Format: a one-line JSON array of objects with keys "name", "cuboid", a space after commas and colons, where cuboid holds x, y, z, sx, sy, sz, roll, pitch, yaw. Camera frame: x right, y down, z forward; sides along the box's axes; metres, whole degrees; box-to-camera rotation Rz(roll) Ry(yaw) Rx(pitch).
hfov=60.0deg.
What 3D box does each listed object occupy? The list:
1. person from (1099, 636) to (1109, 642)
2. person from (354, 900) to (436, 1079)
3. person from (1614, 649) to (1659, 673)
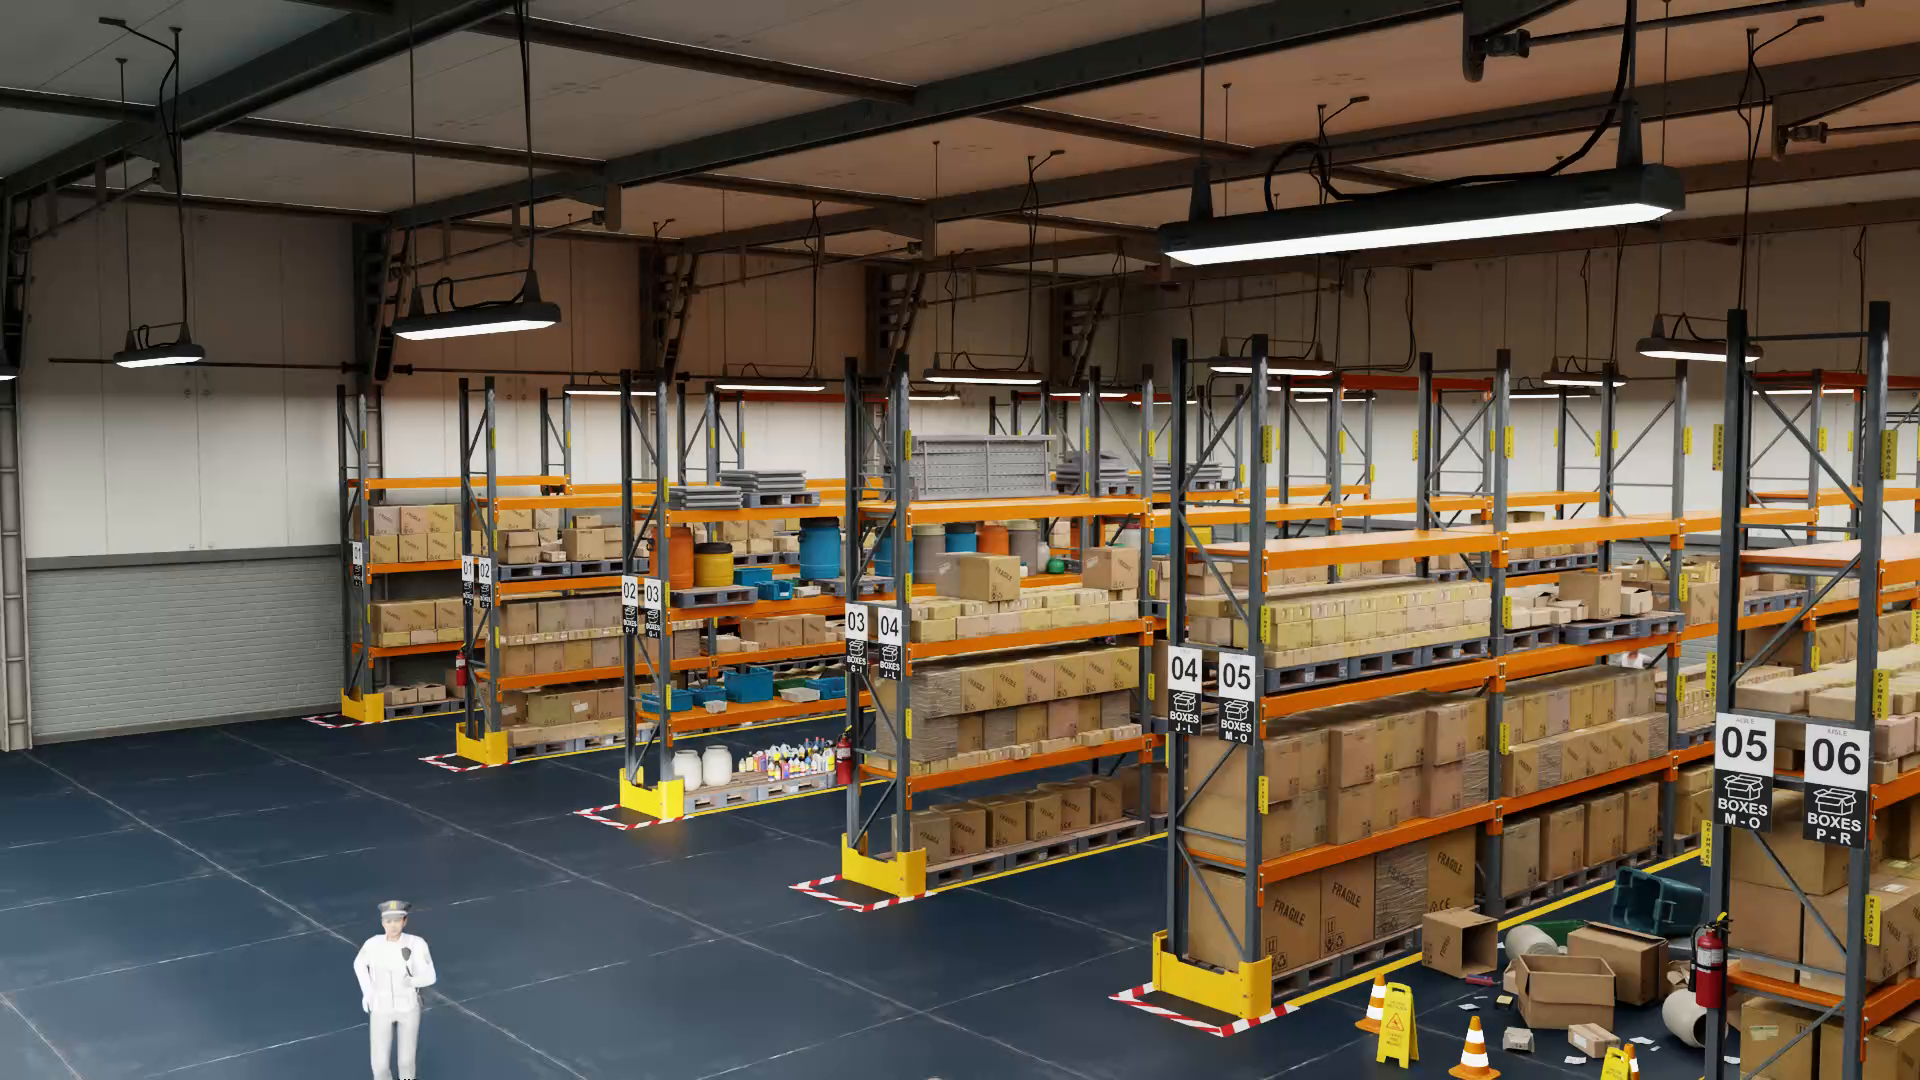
[{"name": "person", "cuboid": [2.705, 1.969, 32.344, 0.611, 1.605, 0.600, 3, 5, 40]}, {"name": "person", "cuboid": [-4.170, 3.514, 12.278, 0.593, 1.747, 0.709, -1, 4, -15]}, {"name": "person", "cuboid": [10.923, 2.479, 26.990, 0.931, 1.813, 0.653, -4, 5, -44]}]
